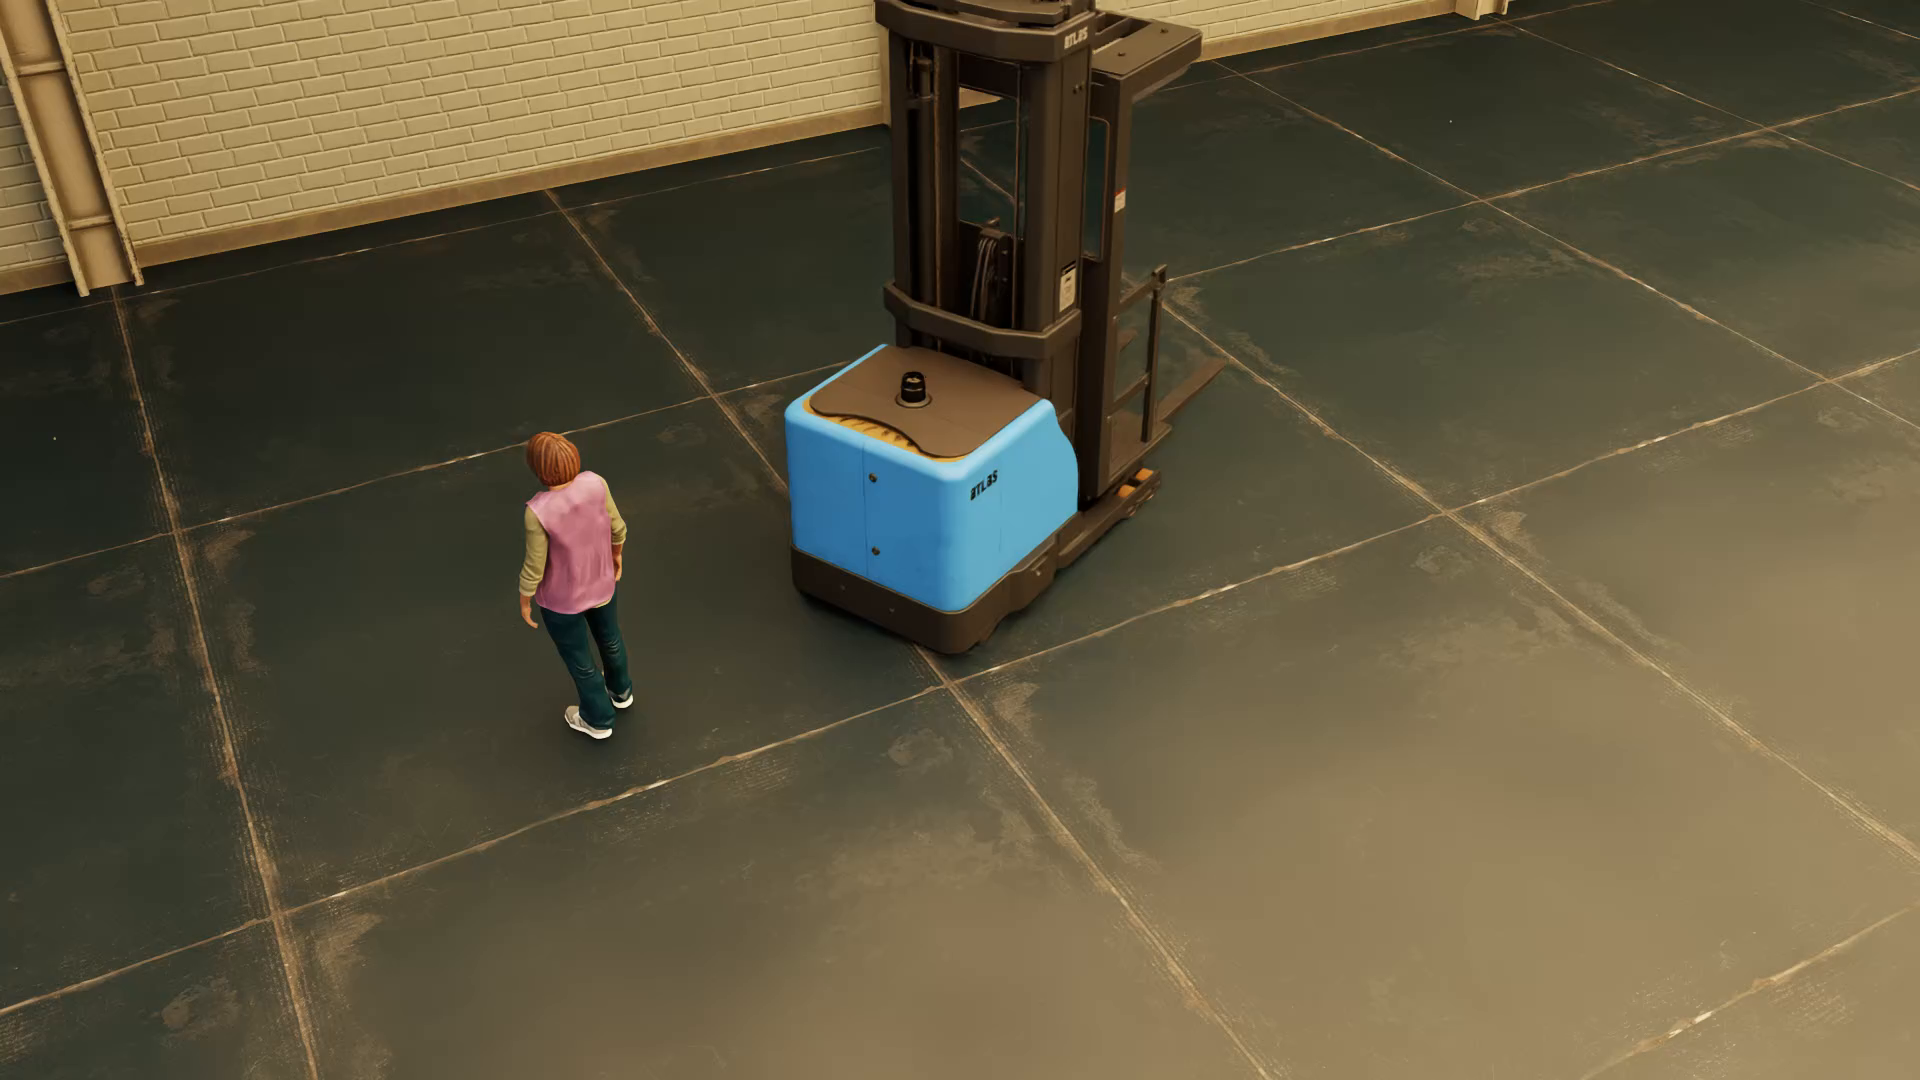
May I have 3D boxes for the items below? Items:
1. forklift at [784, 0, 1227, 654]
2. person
[{"bbox_3d":[0.429,-1.469,8.201,1.130,2.935,3.031,22,41,28],"label":"forklift"},{"bbox_3d":[-1.652,0.177,7.017,0.518,1.597,0.476,-29,44,-34],"label":"person"}]
